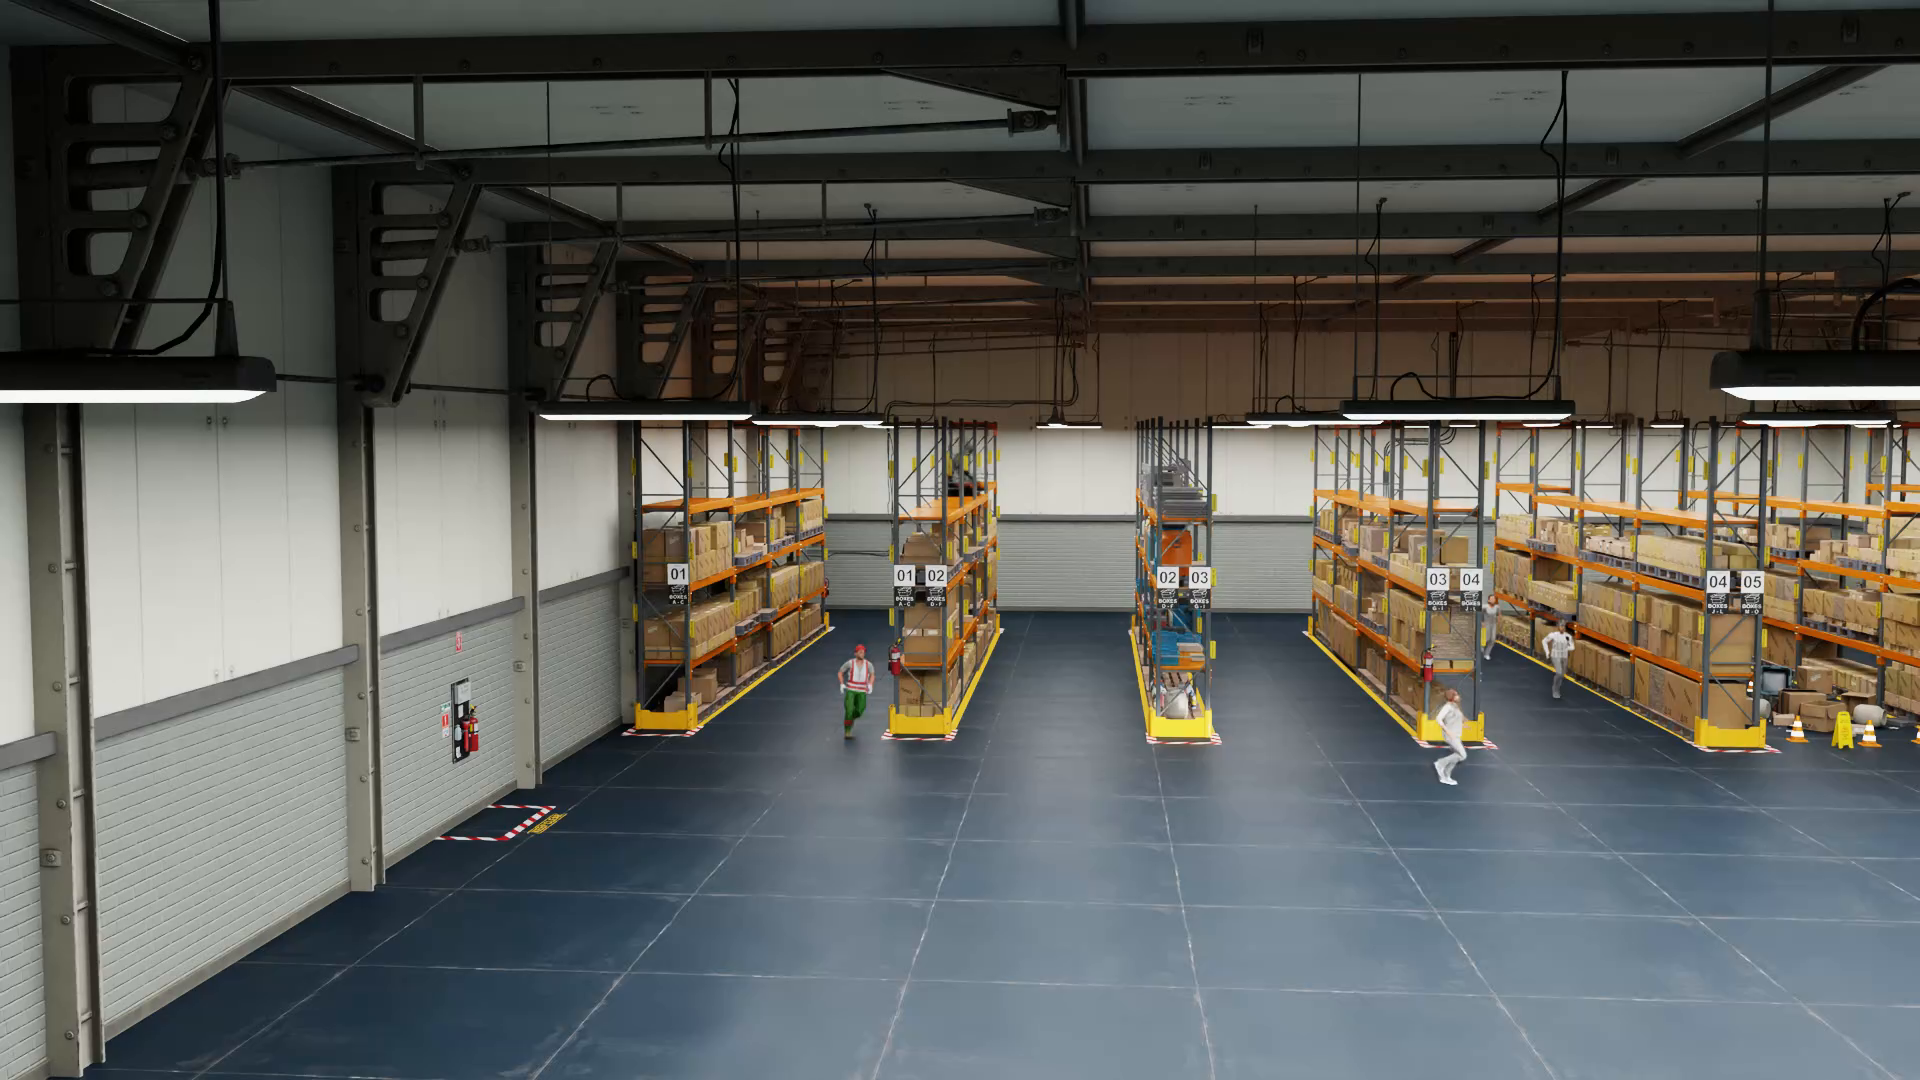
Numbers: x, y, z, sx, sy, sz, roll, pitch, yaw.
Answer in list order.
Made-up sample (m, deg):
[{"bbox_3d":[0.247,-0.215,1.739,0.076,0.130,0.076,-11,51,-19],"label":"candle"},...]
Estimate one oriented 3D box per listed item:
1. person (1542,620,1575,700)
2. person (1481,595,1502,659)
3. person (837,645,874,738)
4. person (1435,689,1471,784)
[{"bbox_3d":[12.856,2.551,35.628,0.591,1.707,0.655,0,4,-4],"label":"person"},{"bbox_3d":[13.358,2.182,41.891,0.575,1.628,0.550,0,4,-1],"label":"person"},{"bbox_3d":[-1.947,2.826,31.240,0.709,1.726,0.575,-1,4,-13],"label":"person"},{"bbox_3d":[7.996,3.186,26.938,0.537,1.558,0.530,2,4,31],"label":"person"}]
